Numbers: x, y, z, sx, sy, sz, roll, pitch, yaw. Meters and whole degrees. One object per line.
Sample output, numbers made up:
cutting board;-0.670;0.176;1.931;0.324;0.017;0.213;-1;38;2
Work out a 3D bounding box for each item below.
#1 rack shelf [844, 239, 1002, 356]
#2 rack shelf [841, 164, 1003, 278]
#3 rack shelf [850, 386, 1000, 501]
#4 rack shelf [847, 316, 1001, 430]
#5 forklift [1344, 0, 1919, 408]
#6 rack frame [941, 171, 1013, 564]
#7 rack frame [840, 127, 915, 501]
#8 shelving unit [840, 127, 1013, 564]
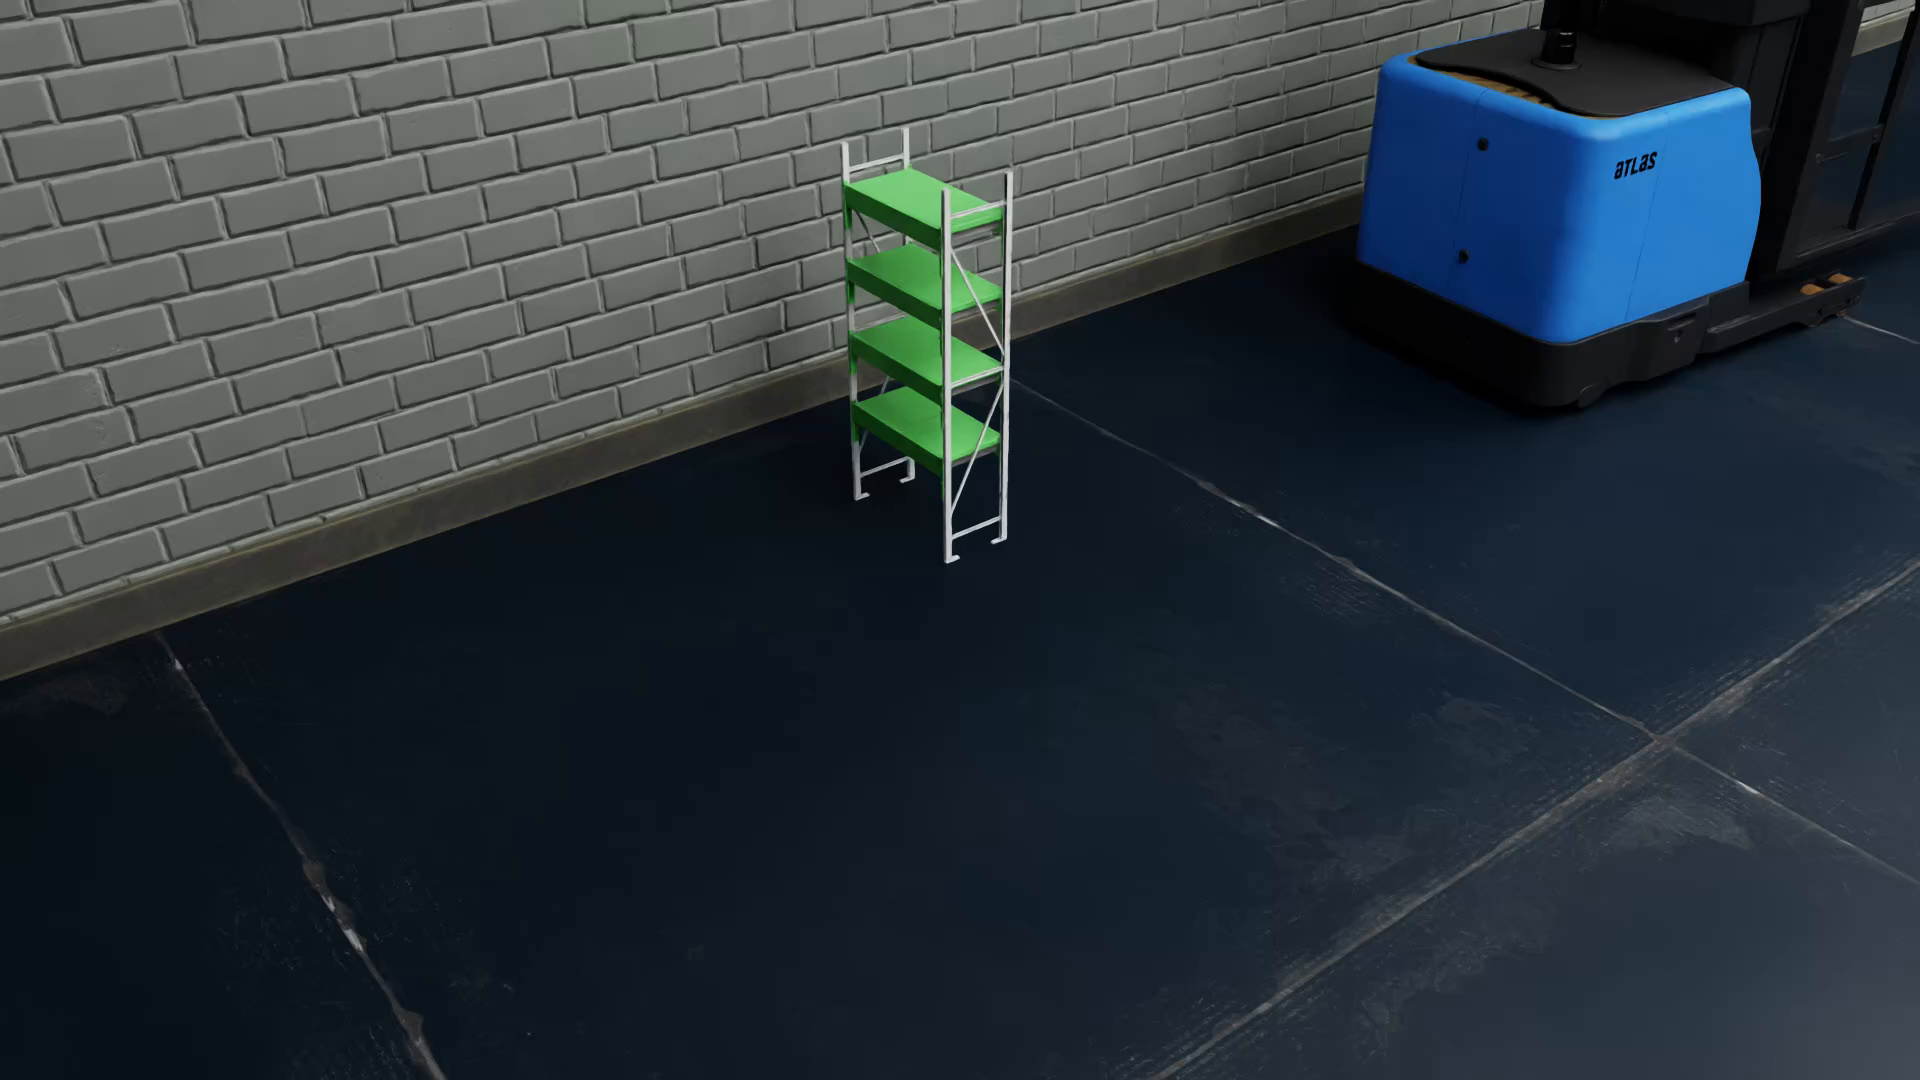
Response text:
rack shelf;-0.101;-0.728;4.952;0.258;0.148;0.480;-22;38;-31
rack shelf;-0.101;-0.932;4.825;0.258;0.148;0.480;-22;38;-31
rack shelf;-0.102;-0.321;5.205;0.258;0.148;0.480;-22;38;-31
rack shelf;-0.101;-0.524;5.078;0.258;0.148;0.480;-22;38;-31
forklift;3.025;-2.304;6.182;3.031;2.935;1.130;-19;37;-28
rack frame;0.048;-0.477;4.881;0.240;1.200;0.015;-22;38;-31
rack frame;-0.251;-0.680;5.208;0.240;1.200;0.015;-22;38;-31
shelving unit;-0.101;-0.579;5.045;0.258;1.200;0.503;-22;38;-31
